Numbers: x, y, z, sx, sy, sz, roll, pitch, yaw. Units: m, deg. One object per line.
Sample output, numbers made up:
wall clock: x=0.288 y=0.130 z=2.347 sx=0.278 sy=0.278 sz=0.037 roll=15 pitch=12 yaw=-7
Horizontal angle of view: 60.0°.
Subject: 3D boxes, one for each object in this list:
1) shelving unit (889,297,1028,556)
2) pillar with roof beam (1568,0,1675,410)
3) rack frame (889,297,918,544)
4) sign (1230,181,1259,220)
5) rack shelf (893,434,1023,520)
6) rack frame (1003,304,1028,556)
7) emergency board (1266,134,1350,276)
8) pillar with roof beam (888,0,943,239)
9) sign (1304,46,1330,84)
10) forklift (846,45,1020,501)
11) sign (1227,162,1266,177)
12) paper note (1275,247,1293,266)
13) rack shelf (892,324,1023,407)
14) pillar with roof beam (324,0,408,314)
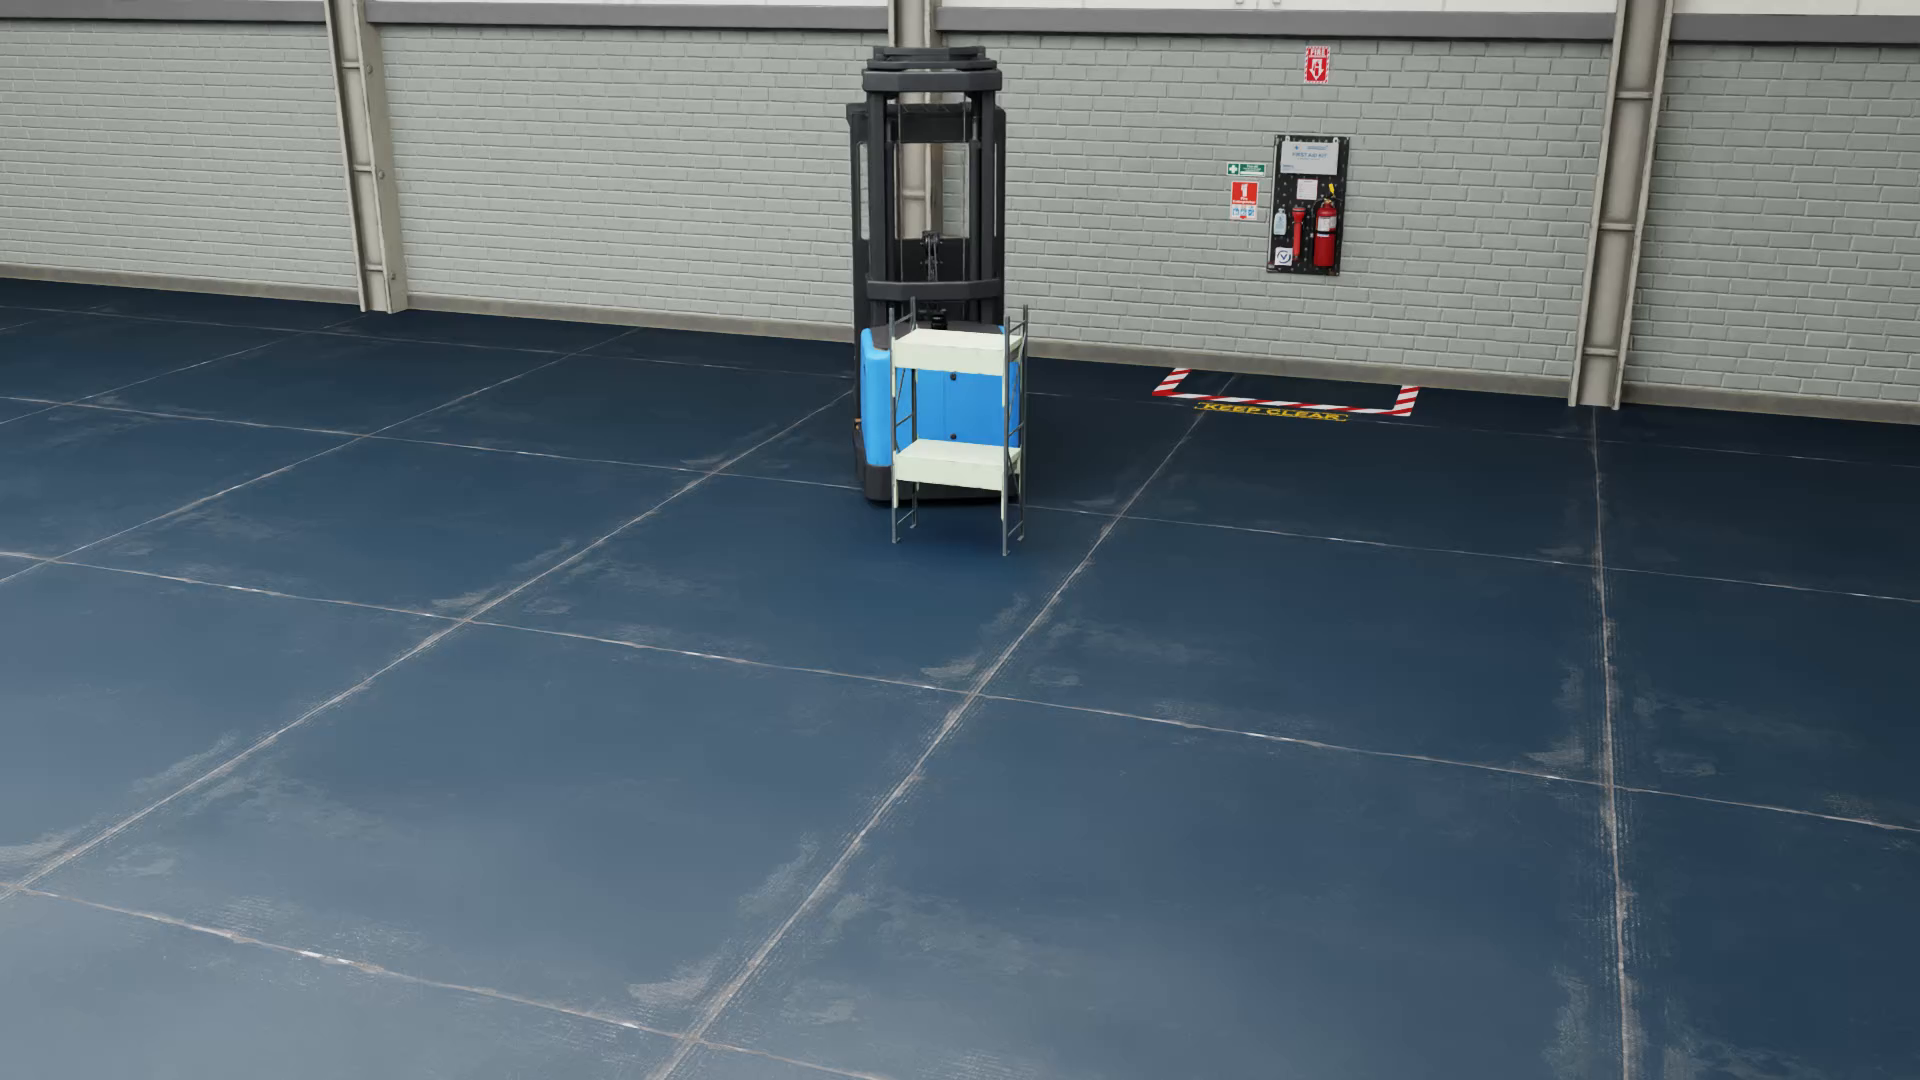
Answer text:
shelving unit: x=-0.006 y=-0.709 z=10.331 sx=0.755 sy=1.500 sz=0.431 roll=7 pitch=20 yaw=18
pillar with roof beam: x=3.857 y=-4.046 z=8.513 sx=0.400 sy=9.000 sz=9.100 roll=7 pitch=20 yaw=18
rack frame: x=-0.352 y=-0.748 z=10.445 sx=0.023 sy=1.500 sz=0.400 roll=7 pitch=20 yaw=18
sign: x=2.460 y=-2.939 z=14.398 sx=0.234 sy=0.329 sz=0.001 roll=7 pitch=20 yaw=18
rack shelf: x=-0.006 y=-0.401 z=10.439 sx=0.720 sy=0.370 sz=0.431 roll=7 pitch=20 yaw=18
rack frame: x=0.339 y=-0.669 z=10.218 sx=0.023 sy=1.500 sz=0.400 roll=7 pitch=20 yaw=18
emergency board: x=2.948 y=-2.831 z=14.140 sx=0.643 sy=1.169 sz=0.194 roll=7 pitch=20 yaw=18
pillar with roof beam: x=-1.810 y=-4.694 z=10.372 sx=0.400 sy=9.000 sz=9.100 roll=7 pitch=20 yaw=18
sign: x=2.973 y=-3.957 z=13.850 sx=0.199 sy=0.298 sz=0.001 roll=7 pitch=20 yaw=18
forklift: x=-0.249 y=-2.089 z=12.116 sx=1.130 sy=2.935 sz=3.031 roll=-2 pitch=19 yaw=-5
sign: x=2.461 y=-3.186 z=14.301 sx=0.331 sy=0.109 sz=0.001 roll=7 pitch=20 yaw=18
paper note: x=2.804 y=-2.455 z=14.401 sx=0.142 sy=0.148 sz=0.016 roll=7 pitch=20 yaw=18
rack shelf: x=-0.006 y=-1.077 z=10.203 sx=0.720 sy=0.370 sz=0.431 roll=7 pitch=20 yaw=18
pillar with roof beam: x=-7.478 y=-5.343 z=12.231 sx=0.400 sy=9.000 sz=9.100 roll=7 pitch=20 yaw=18
